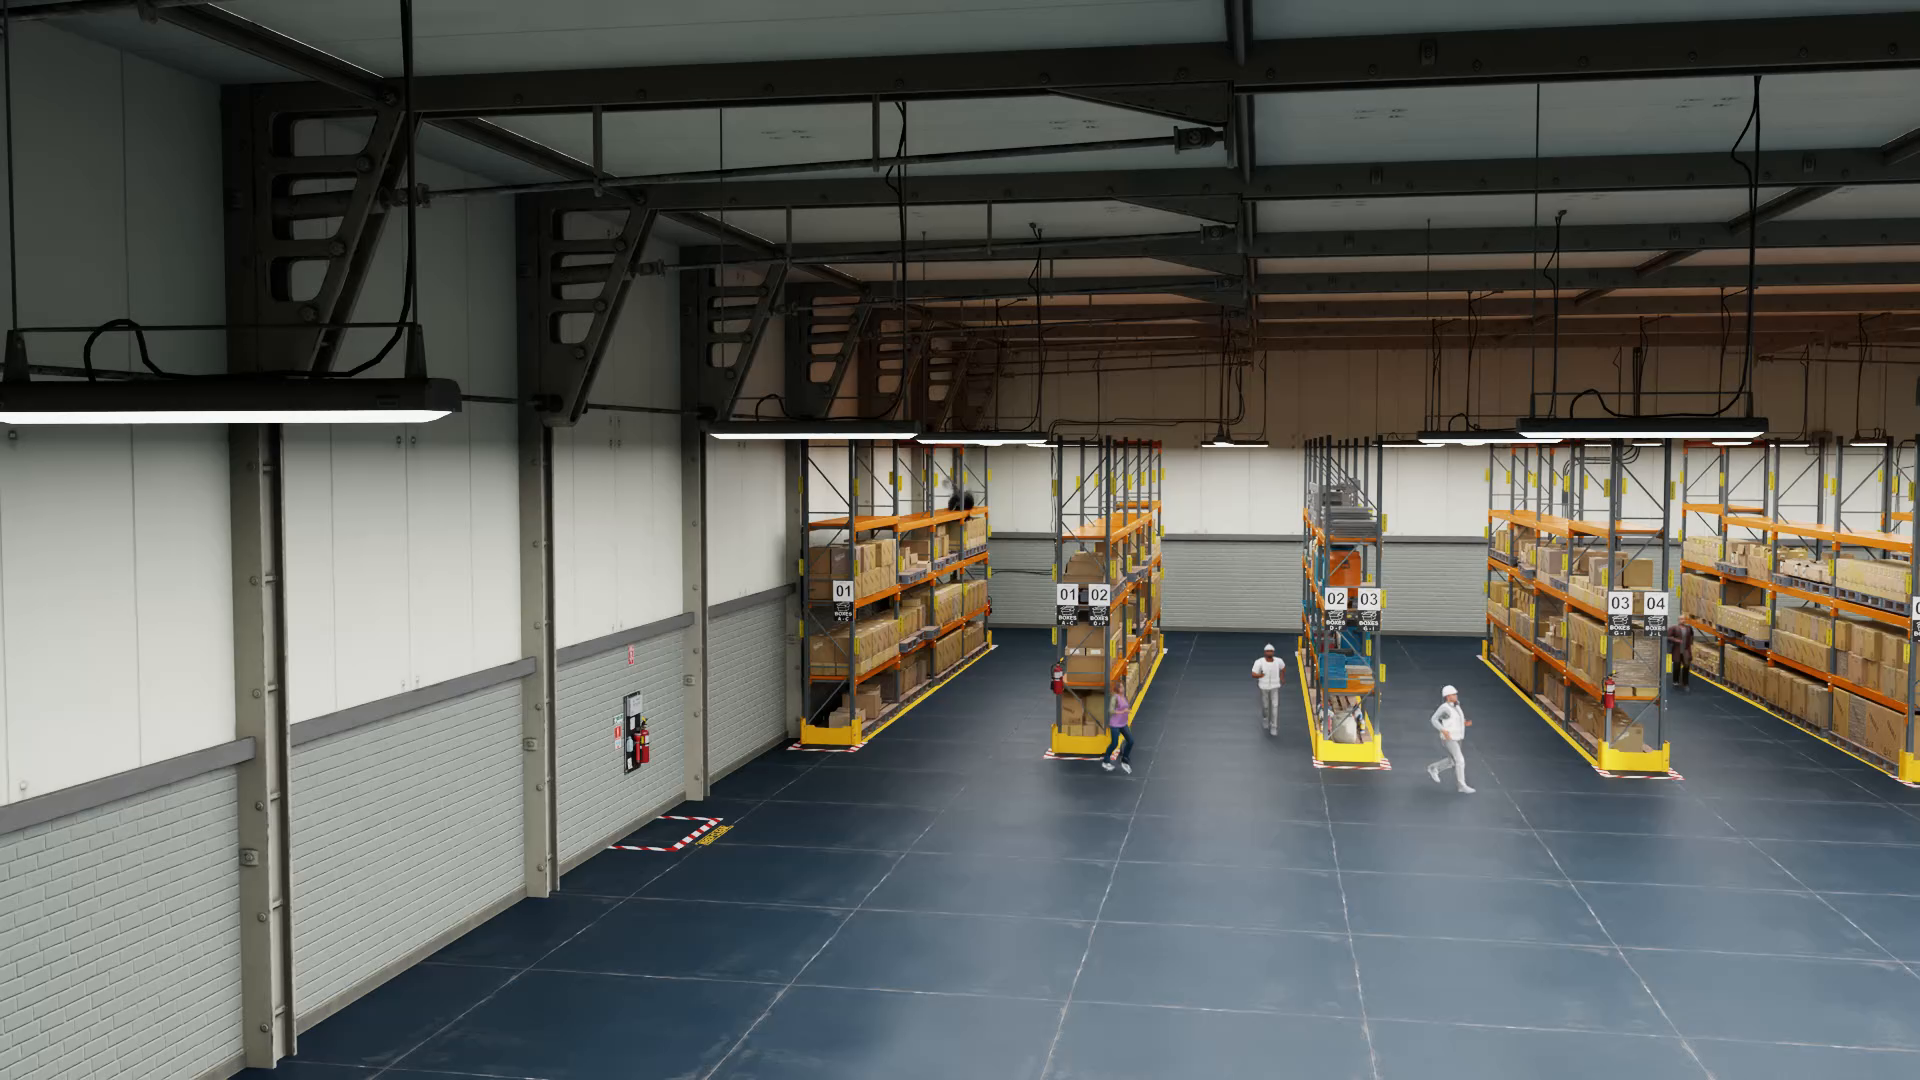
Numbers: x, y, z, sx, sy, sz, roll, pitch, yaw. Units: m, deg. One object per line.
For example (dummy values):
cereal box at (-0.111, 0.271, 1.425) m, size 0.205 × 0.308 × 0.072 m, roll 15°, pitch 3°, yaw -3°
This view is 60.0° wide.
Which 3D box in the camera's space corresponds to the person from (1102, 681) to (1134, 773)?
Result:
person at (2.816, 3.331, 29.504) m, size 0.634 × 1.645 × 0.535 m, roll 3°, pitch 4°, yaw 43°

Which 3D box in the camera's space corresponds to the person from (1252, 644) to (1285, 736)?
person at (6.240, 2.997, 33.590) m, size 0.692 × 1.786 × 0.918 m, roll 0°, pitch 3°, yaw 6°

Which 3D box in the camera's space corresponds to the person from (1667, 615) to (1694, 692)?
person at (17.183, 2.696, 39.692) m, size 0.684 × 1.843 × 0.863 m, roll 1°, pitch 3°, yaw 13°

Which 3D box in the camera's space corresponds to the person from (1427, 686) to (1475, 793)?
person at (8.237, 3.323, 27.910) m, size 0.930 × 1.750 × 0.666 m, roll 3°, pitch 4°, yaw 43°
